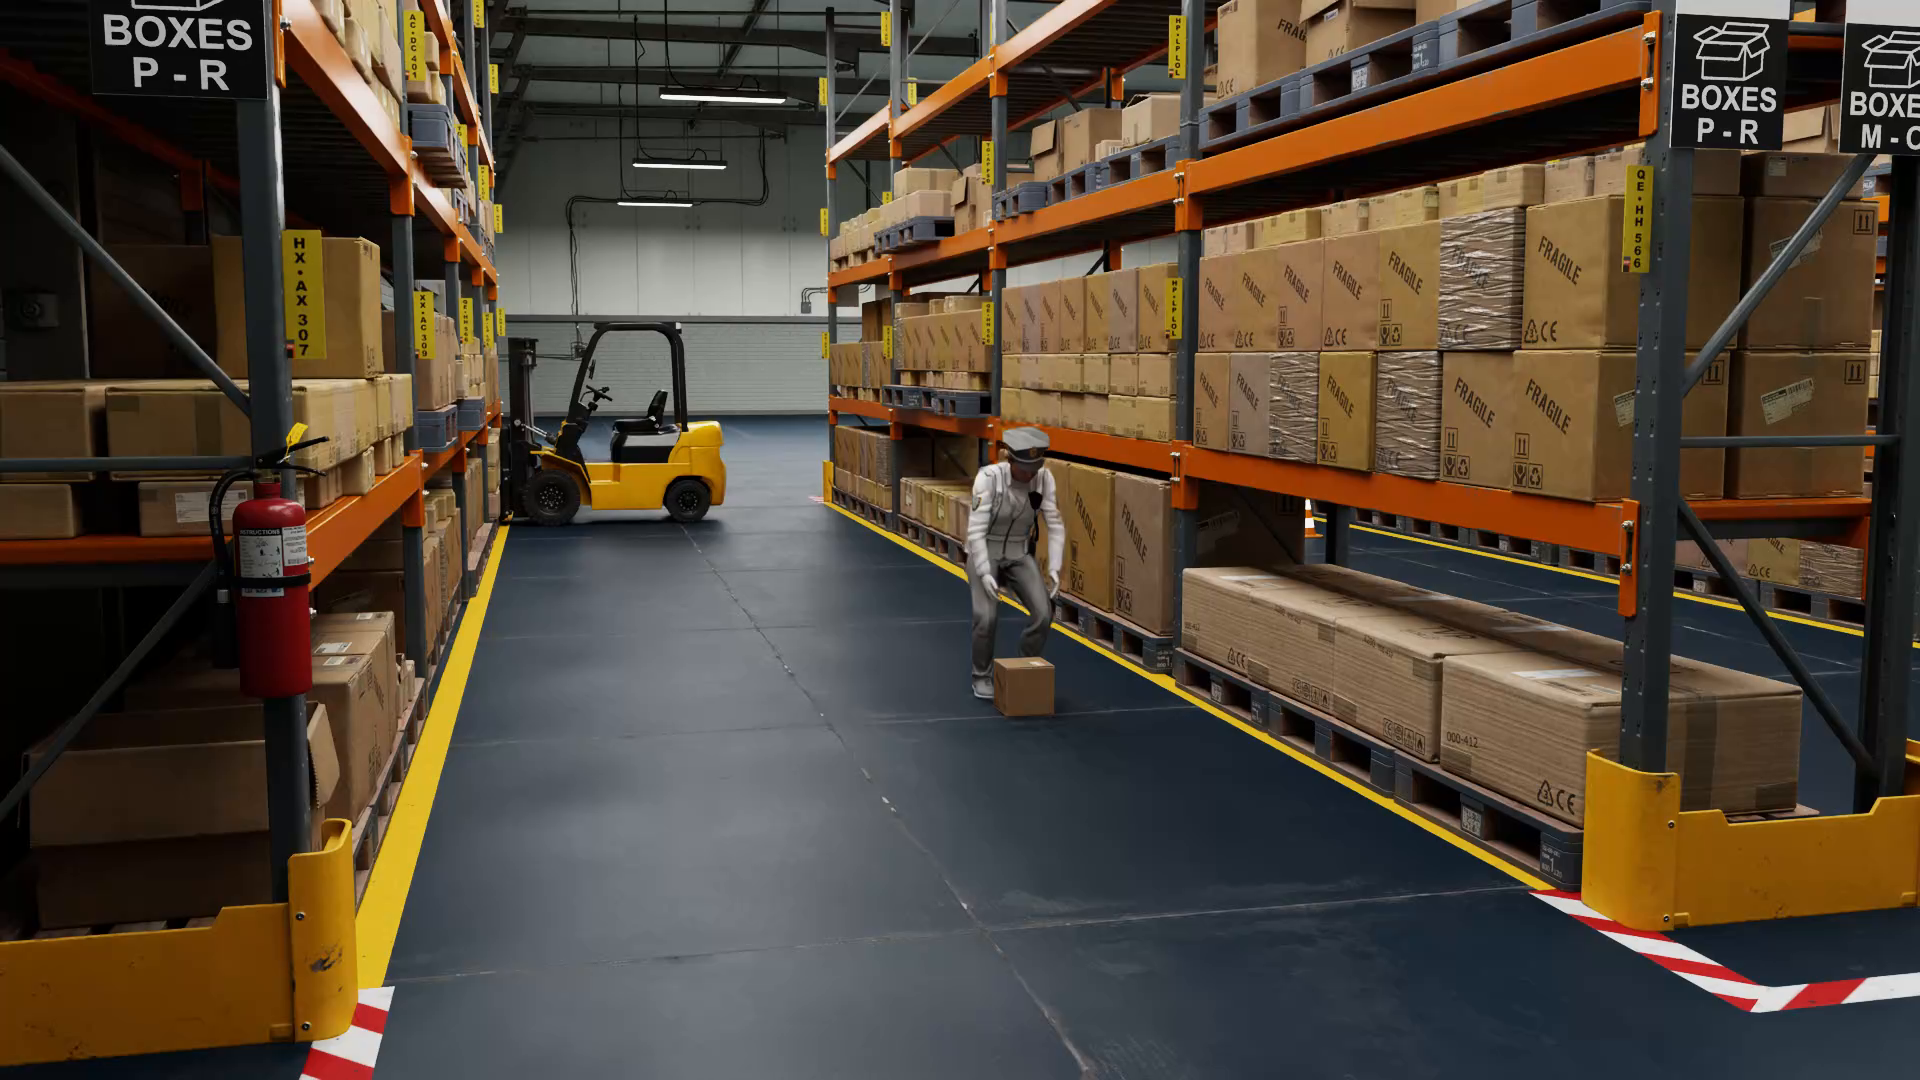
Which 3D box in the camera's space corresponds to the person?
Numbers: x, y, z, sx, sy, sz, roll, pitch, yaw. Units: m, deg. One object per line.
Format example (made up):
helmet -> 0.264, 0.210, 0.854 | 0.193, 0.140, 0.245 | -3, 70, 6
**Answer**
person -> 0.287, 0.121, 8.719 | 0.534, 1.425, 0.656 | -1, 6, -13
